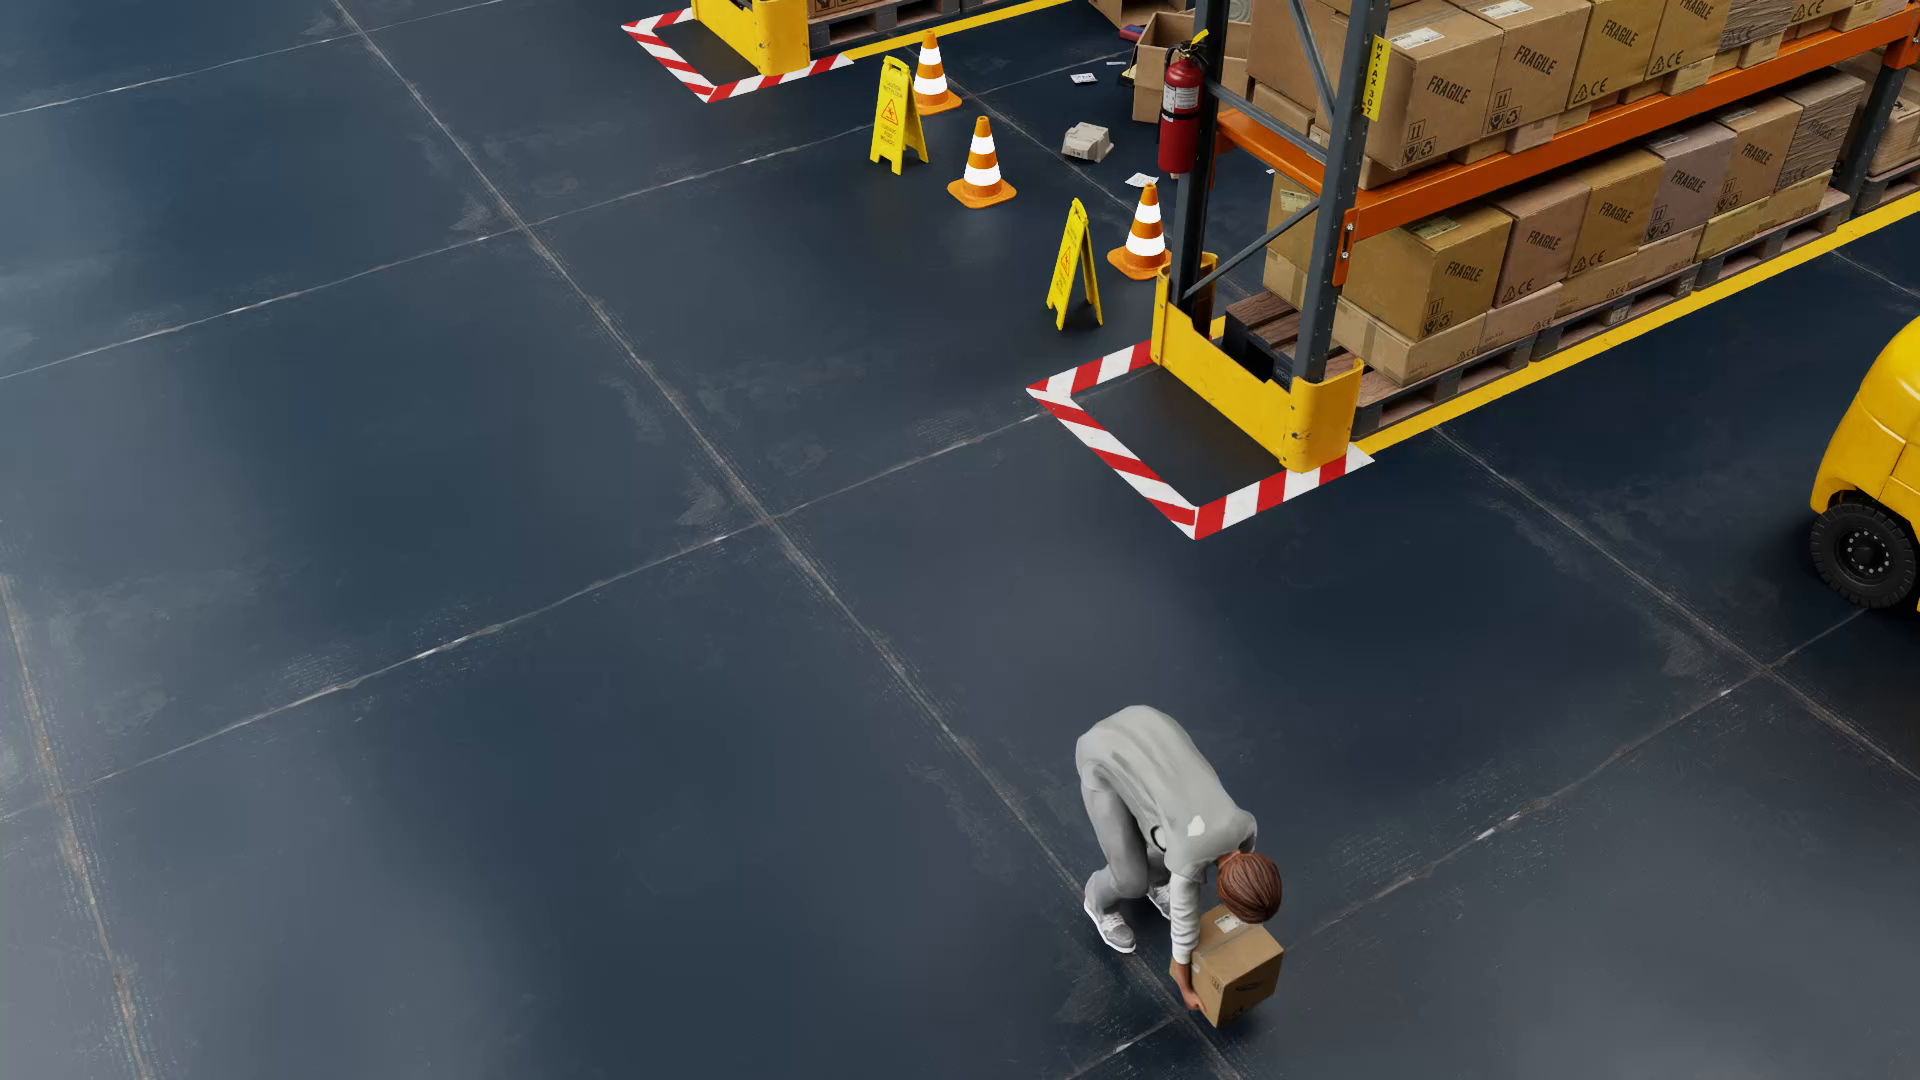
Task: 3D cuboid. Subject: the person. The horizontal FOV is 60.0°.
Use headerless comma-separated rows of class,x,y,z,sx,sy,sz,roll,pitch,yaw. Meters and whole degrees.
person,0.711,1.060,5.472,0.417,0.923,0.861,-25,47,-26
